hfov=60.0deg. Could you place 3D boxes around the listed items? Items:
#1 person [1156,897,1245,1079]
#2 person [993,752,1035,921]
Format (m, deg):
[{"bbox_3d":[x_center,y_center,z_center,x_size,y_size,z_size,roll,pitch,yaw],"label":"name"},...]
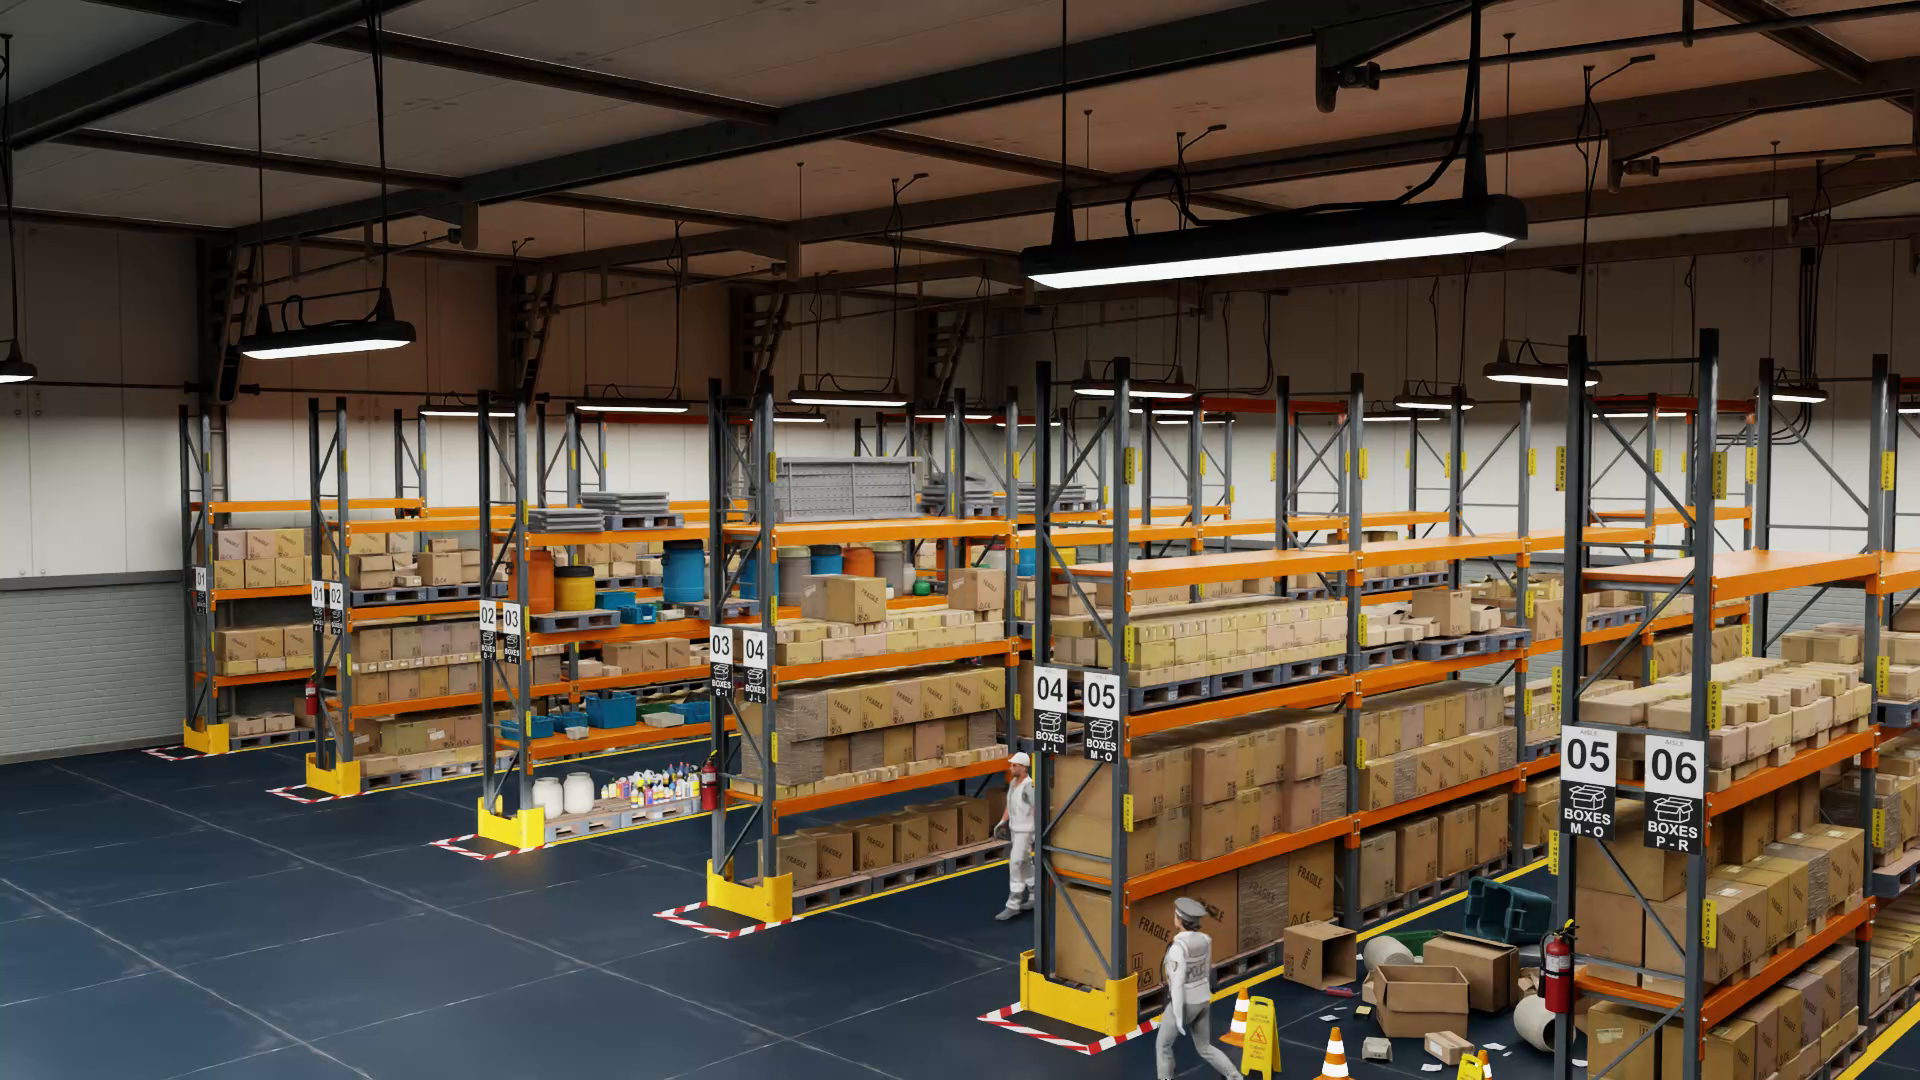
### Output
[{"bbox_3d":[1.826,3.636,13.036,0.927,1.633,0.482,2,4,37],"label":"person"},{"bbox_3d":[0.635,3.282,18.643,0.665,1.795,0.584,-1,3,-18],"label":"person"}]
